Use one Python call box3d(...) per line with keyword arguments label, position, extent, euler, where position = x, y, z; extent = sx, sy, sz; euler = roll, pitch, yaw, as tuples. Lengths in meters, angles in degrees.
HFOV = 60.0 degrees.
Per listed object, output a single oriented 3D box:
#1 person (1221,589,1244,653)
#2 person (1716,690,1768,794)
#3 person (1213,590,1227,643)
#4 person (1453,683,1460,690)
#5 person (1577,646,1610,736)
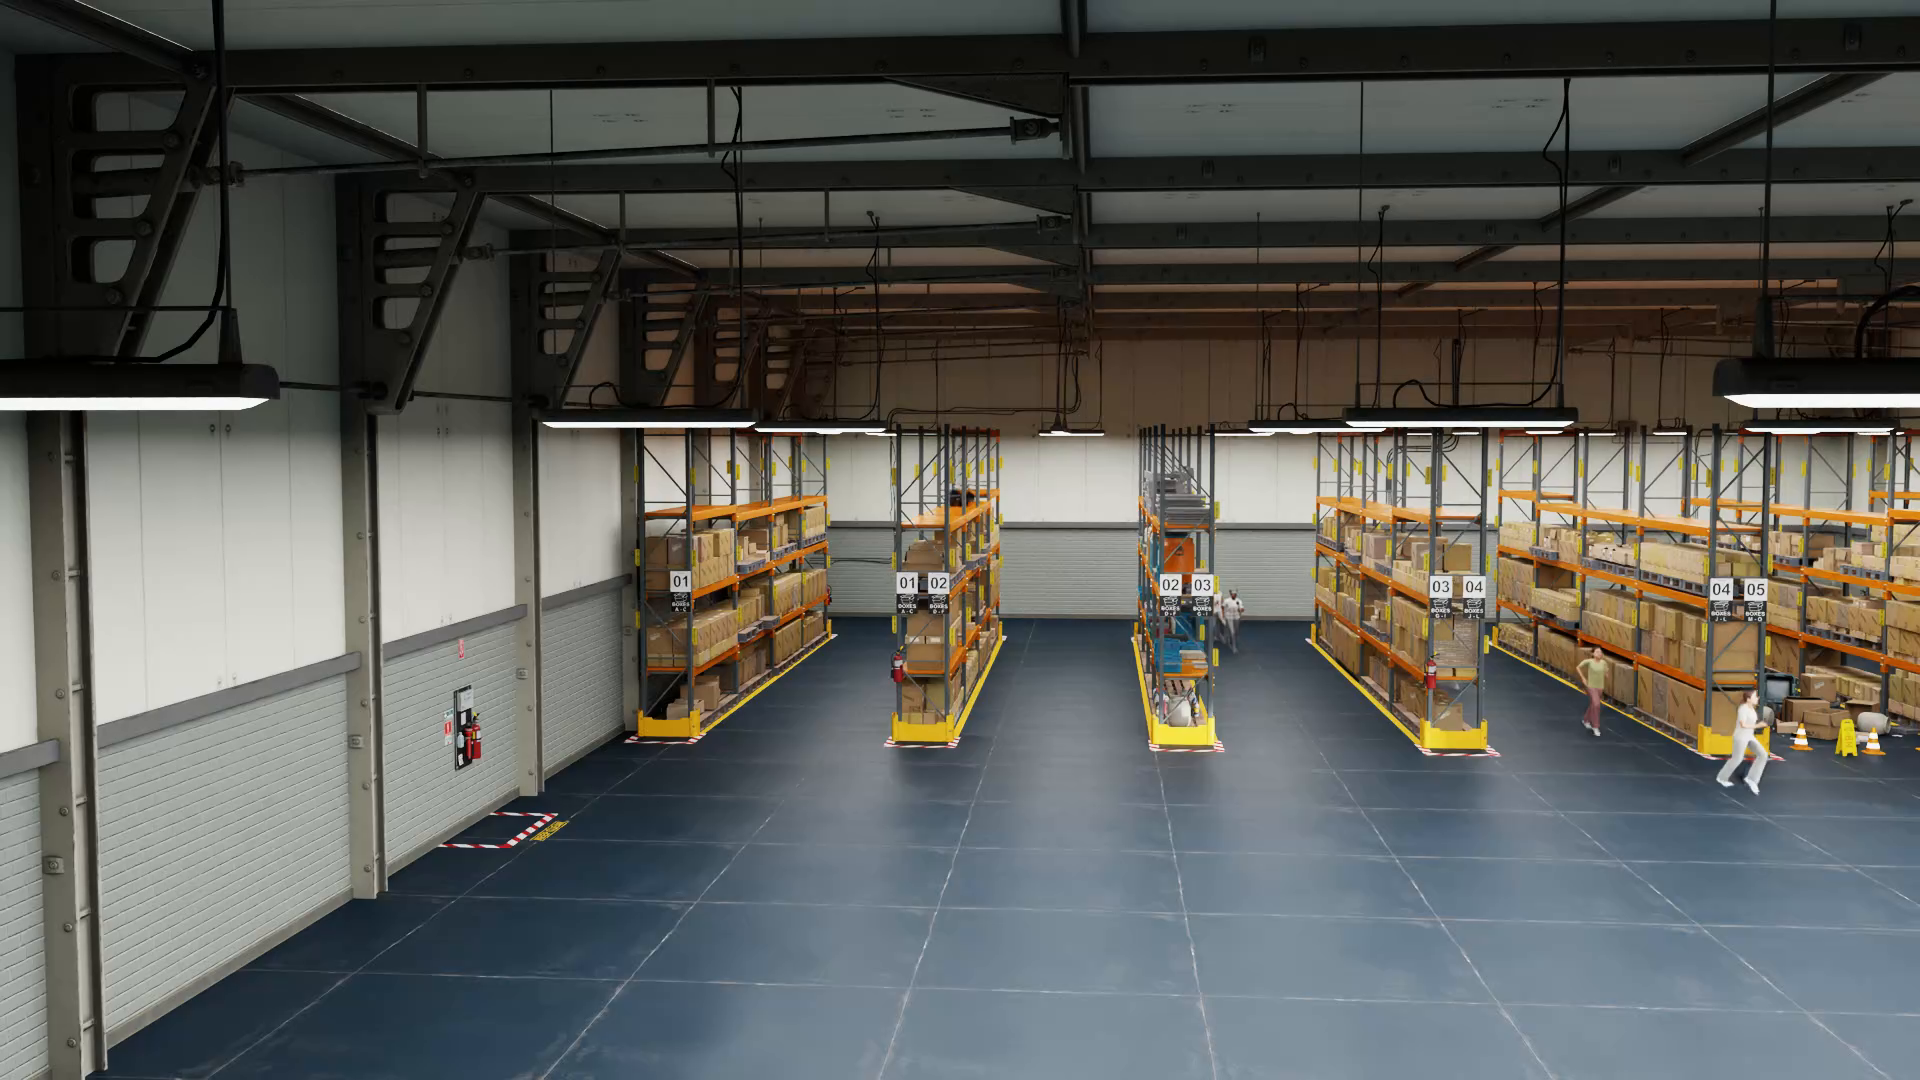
box3d(label="person", position=(7.334, 2.137, 44.672), extent=(0.574, 1.679, 0.920), euler=(0, 3, -6))
box3d(label="person", position=(12.693, 3.248, 26.973), extent=(0.587, 1.681, 0.818), euler=(-3, 5, -43))
box3d(label="person", position=(7.121, 2.030, 46.702), extent=(0.687, 1.804, 0.663), euler=(-1, 4, -12))
box3d(label="person", position=(11.409, 2.570, 38.268), extent=(0.625, 1.696, 0.791), euler=(0, 3, 6))
box3d(label="person", position=(12.359, 2.918, 32.378), extent=(0.562, 1.729, 0.735), euler=(-1, 4, -12))
